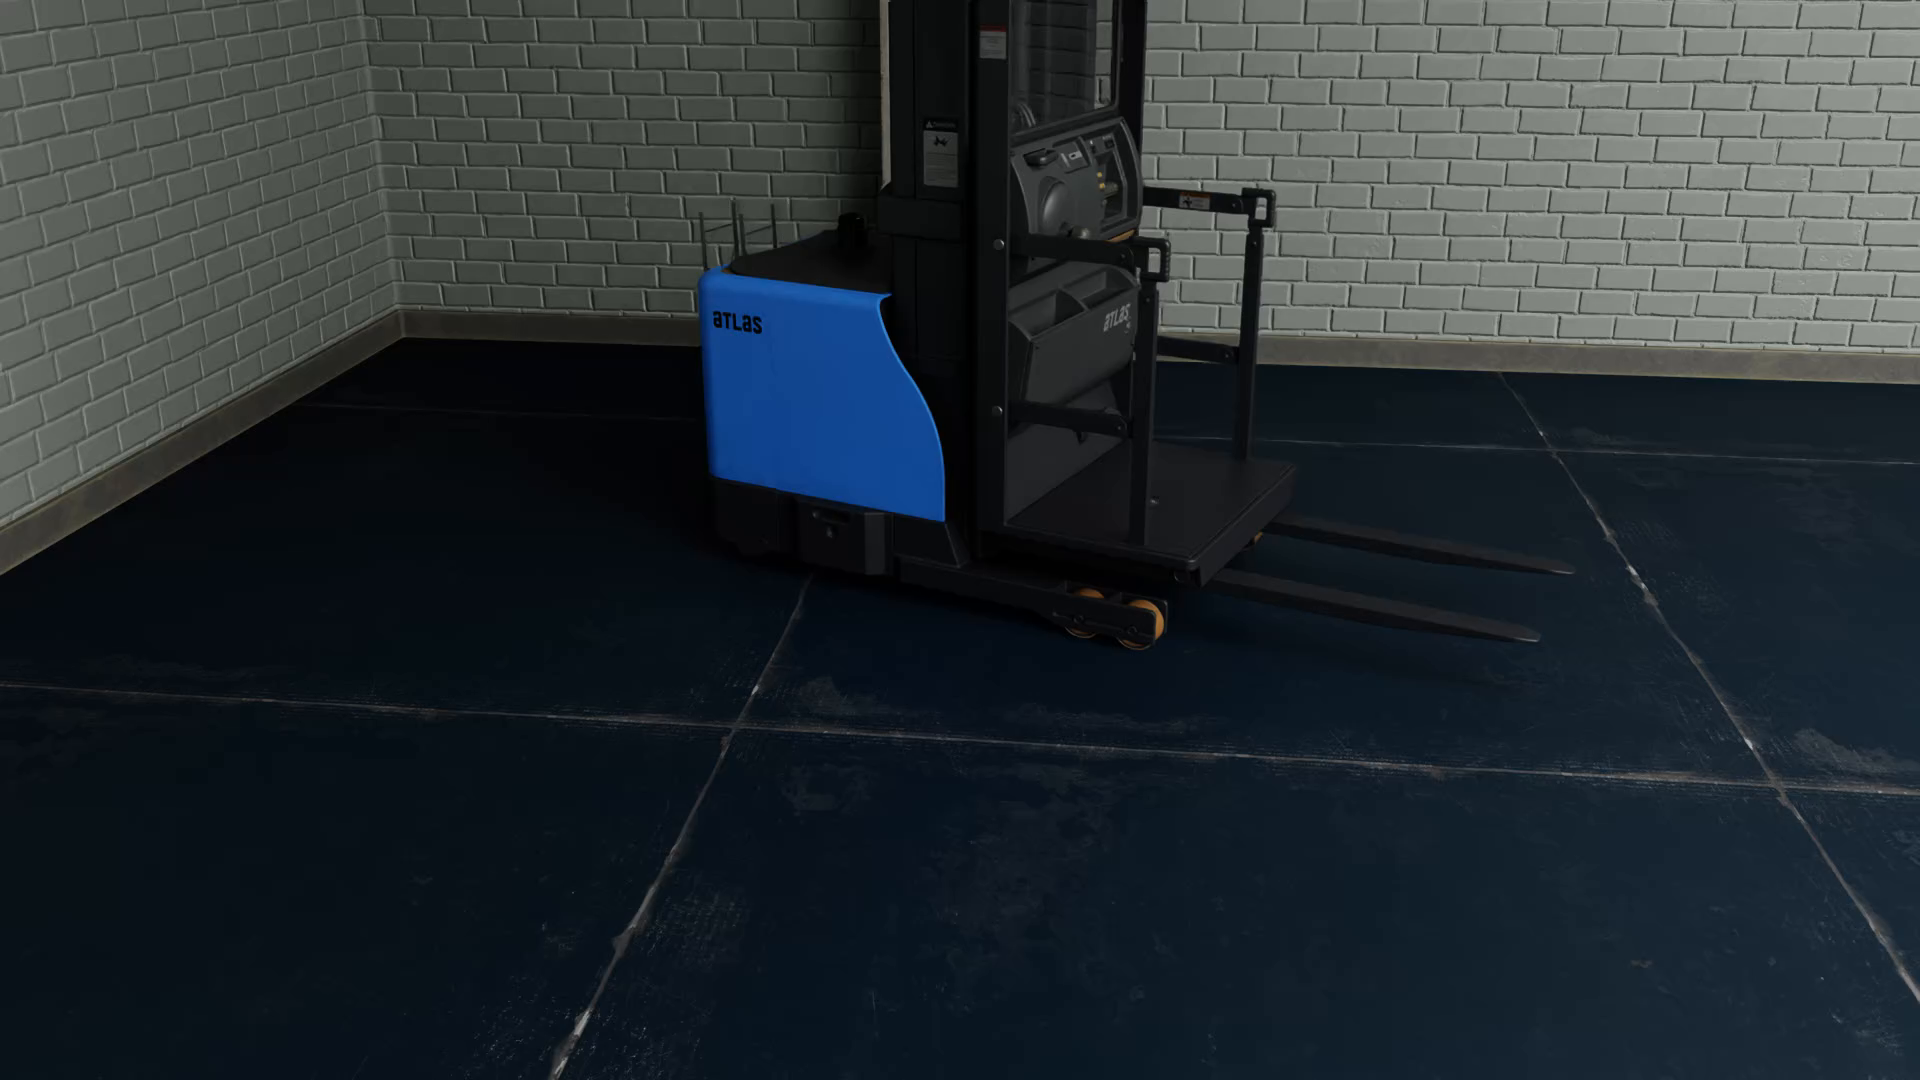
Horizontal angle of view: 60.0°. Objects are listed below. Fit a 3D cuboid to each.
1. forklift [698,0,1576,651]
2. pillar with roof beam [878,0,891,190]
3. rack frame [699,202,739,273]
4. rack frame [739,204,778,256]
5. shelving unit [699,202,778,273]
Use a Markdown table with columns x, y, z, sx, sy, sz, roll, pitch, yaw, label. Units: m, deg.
| x | y | z | sx | sy | sz | roll | pitch | yaw | label |
| --- | --- | --- | --- | --- | --- | --- | --- | --- | --- |
| 0.584 | -1.220 | 5.539 | 3.031 | 2.935 | 1.130 | 11 | 24 | 26 | forklift |
| -0.688 | -3.577 | 3.247 | 0.400 | 9.000 | 9.100 | 2 | 22 | 6 | pillar with roof beam |
| -0.921 | -0.729 | 6.653 | 0.006 | 1.200 | 0.240 | 8 | 23 | 25 | rack frame |
| -0.757 | -0.705 | 6.574 | 0.006 | 1.200 | 0.240 | 8 | 23 | 25 | rack frame |
| -0.839 | -0.717 | 6.614 | 0.189 | 1.200 | 0.258 | 8 | 23 | 25 | shelving unit |
